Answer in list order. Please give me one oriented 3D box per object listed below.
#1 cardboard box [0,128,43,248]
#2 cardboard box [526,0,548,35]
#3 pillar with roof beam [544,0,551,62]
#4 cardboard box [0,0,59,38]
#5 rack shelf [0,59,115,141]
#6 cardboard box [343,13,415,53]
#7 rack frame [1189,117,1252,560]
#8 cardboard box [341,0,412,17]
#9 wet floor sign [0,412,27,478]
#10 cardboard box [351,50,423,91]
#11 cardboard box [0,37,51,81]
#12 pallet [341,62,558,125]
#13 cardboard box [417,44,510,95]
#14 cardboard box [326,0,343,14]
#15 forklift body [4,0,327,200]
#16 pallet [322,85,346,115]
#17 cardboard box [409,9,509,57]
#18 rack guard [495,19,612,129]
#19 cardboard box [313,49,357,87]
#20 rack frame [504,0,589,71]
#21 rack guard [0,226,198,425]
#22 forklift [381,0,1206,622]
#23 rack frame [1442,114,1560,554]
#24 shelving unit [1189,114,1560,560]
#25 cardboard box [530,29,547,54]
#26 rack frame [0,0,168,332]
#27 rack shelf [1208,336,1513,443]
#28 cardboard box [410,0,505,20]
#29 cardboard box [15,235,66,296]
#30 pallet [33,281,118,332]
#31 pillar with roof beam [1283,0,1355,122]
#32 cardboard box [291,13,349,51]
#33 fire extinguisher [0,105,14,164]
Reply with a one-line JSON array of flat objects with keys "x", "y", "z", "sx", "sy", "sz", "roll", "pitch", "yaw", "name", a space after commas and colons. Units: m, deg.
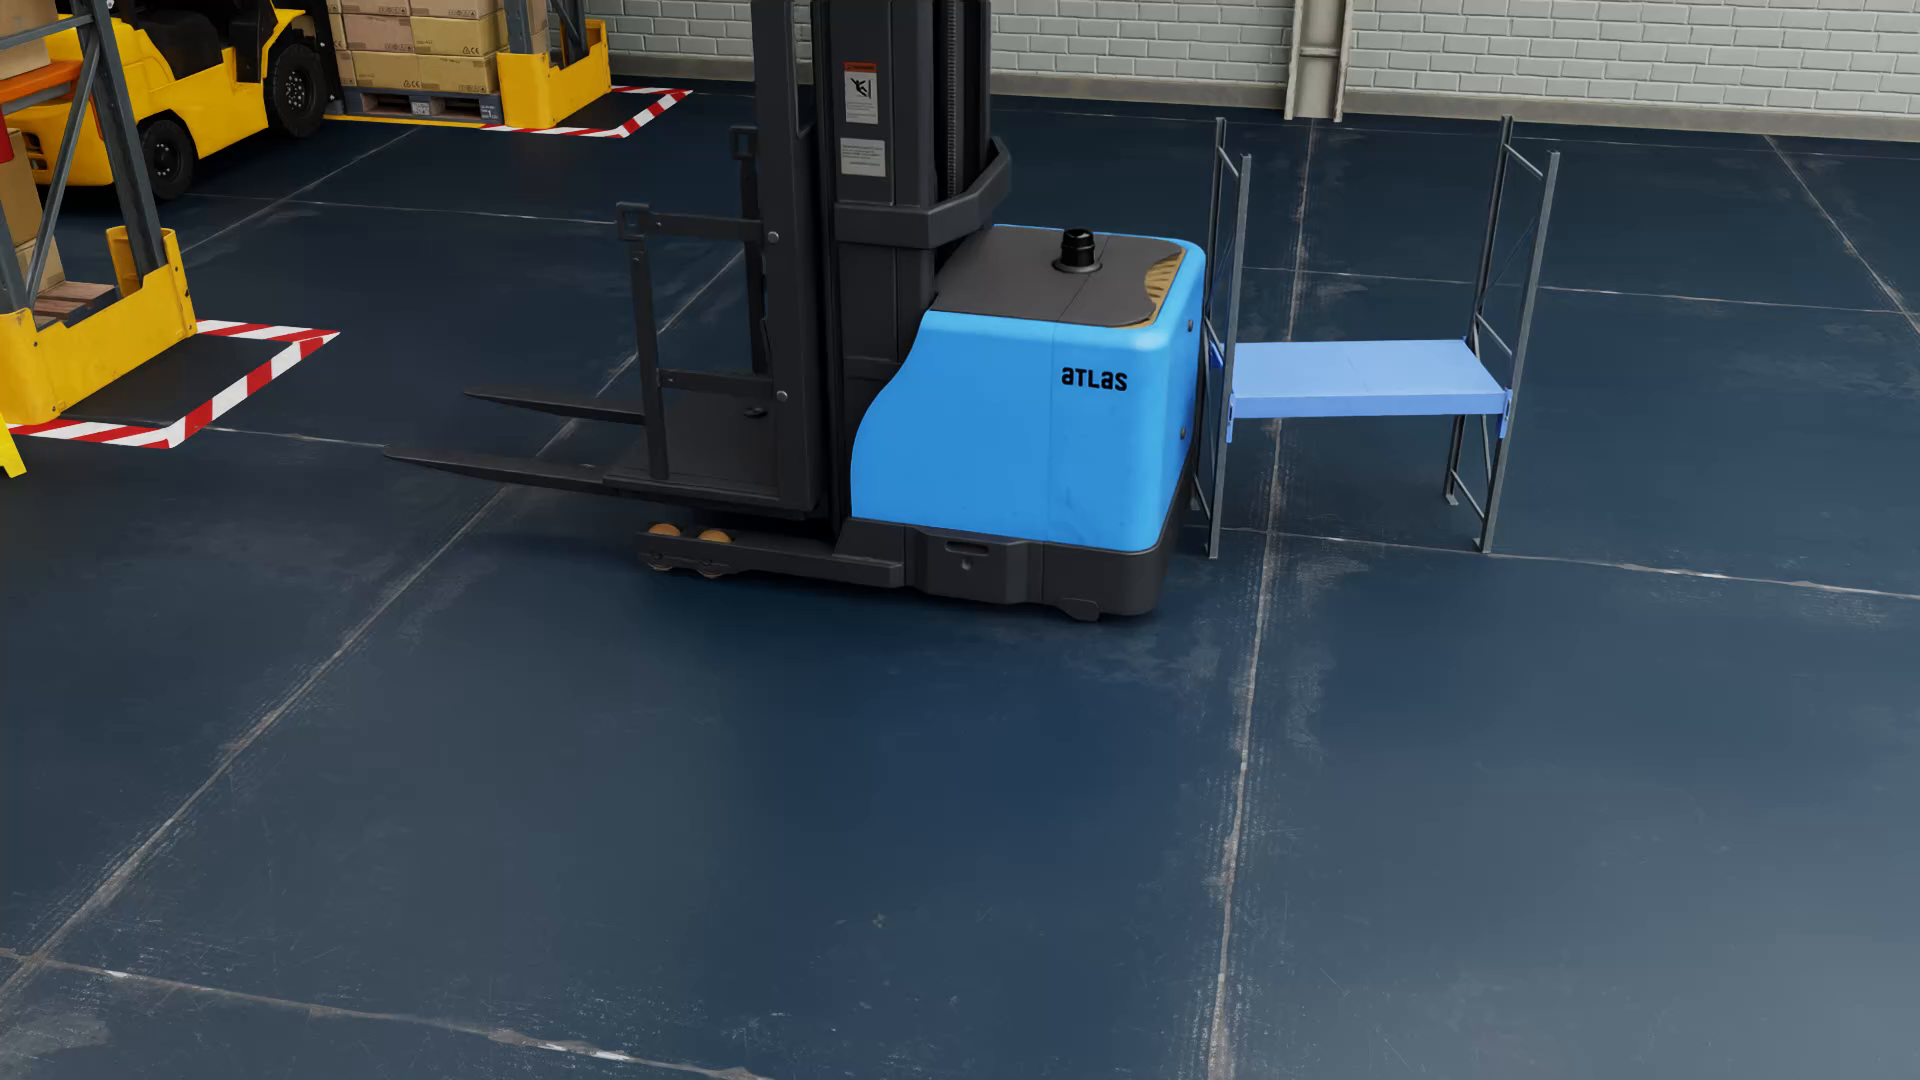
[{"x": -4.674, "y": -1.607, "z": 7.707, "sx": 0.500, "sy": 0.500, "sz": 0.500, "roll": 5, "pitch": 29, "yaw": 9, "name": "cardboard box"}, {"x": -3.303, "y": -3.761, "z": 11.901, "sx": 0.500, "sy": 0.250, "sz": 0.500, "roll": 6, "pitch": 29, "yaw": 11, "name": "cardboard box"}, {"x": -4.278, "y": -5.521, "z": 6.964, "sx": 0.400, "sy": 9.000, "sz": 9.100, "roll": 6, "pitch": 29, "yaw": 11, "name": "pillar with roof beam"}, {"x": -4.325, "y": -2.439, "z": 7.168, "sx": 0.500, "sy": 0.500, "sz": 0.500, "roll": 5, "pitch": 29, "yaw": 10, "name": "cardboard box"}, {"x": -5.875, "y": -1.972, "z": 7.477, "sx": 4.000, "sy": 0.370, "sz": 1.077, "roll": 6, "pitch": 29, "yaw": 11, "name": "rack shelf"}, {"x": -3.916, "y": -3.573, "z": 11.558, "sx": 0.500, "sy": 0.250, "sz": 0.500, "roll": 6, "pitch": 29, "yaw": 10, "name": "cardboard box"}, {"x": 0.921, "y": -0.705, "z": 5.976, "sx": 0.032, "sy": 1.500, "sz": 0.500, "roll": -1, "pitch": 29, "yaw": -2, "name": "rack frame"}, {"x": -3.903, "y": -3.783, "z": 11.422, "sx": 0.500, "sy": 0.250, "sz": 0.500, "roll": 6, "pitch": 29, "yaw": 11, "name": "cardboard box"}, {"x": -3.957, "y": -0.533, "z": 6.551, "sx": 0.232, "sy": 0.644, "sz": 0.267, "roll": 17, "pitch": 33, "yaw": 28, "name": "wet floor sign"}, {"x": -3.896, "y": -3.350, "z": 11.671, "sx": 0.500, "sy": 0.250, "sz": 0.500, "roll": 6, "pitch": 29, "yaw": 11, "name": "cardboard box"}, {"x": -4.208, "y": -2.108, "z": 7.239, "sx": 0.250, "sy": 0.149, "sz": 0.380, "roll": 6, "pitch": 29, "yaw": 11, "name": "cardboard box"}, {"x": -3.643, "y": -3.252, "z": 11.971, "sx": 1.213, "sy": 0.211, "sz": 1.003, "roll": 6, "pitch": 29, "yaw": 11, "name": "pallet"}, {"x": -3.412, "y": -3.295, "z": 11.571, "sx": 0.500, "sy": 0.250, "sz": 0.500, "roll": 6, "pitch": 29, "yaw": 11, "name": "cardboard box"}, {"x": -4.398, "y": -3.829, "z": 11.506, "sx": 0.500, "sy": 0.250, "sz": 0.500, "roll": 6, "pitch": 29, "yaw": 11, "name": "cardboard box"}, {"x": -5.122, "y": -3.380, "z": 10.183, "sx": 1.214, "sy": 2.155, "sz": 2.313, "roll": 6, "pitch": 29, "yaw": 11, "name": "forklift body"}, {"x": -4.833, "y": -3.376, "z": 12.196, "sx": 1.213, "sy": 0.211, "sz": 1.003, "roll": 6, "pitch": 29, "yaw": 11, "name": "pallet"}, {"x": -3.428, "y": -3.518, "z": 11.457, "sx": 0.500, "sy": 0.250, "sz": 0.500, "roll": 5, "pitch": 29, "yaw": 10, "name": "cardboard box"}, {"x": -2.863, "y": -3.320, "z": 11.793, "sx": 0.348, "sy": 0.500, "sz": 1.175, "roll": 6, "pitch": 29, "yaw": 11, "name": "rack guard"}, {"x": -4.384, "y": -3.404, "z": 11.770, "sx": 0.500, "sy": 0.250, "sz": 0.500, "roll": 6, "pitch": 29, "yaw": 11, "name": "cardboard box"}, {"x": -2.887, "y": -4.418, "z": 11.197, "sx": 0.127, "sy": 3.000, "sz": 1.000, "roll": 6, "pitch": 29, "yaw": 11, "name": "rack frame"}, {"x": -3.994, "y": -0.998, "z": 7.553, "sx": 0.348, "sy": 0.500, "sz": 1.175, "roll": 6, "pitch": 29, "yaw": 11, "name": "rack guard"}, {"x": -0.680, "y": -1.387, "z": 5.732, "sx": 3.031, "sy": 2.935, "sz": 1.130, "roll": 7, "pitch": 30, "yaw": 13, "name": "forklift"}, {"x": 1.937, "y": -0.725, "z": 6.013, "sx": 0.032, "sy": 1.500, "sz": 0.500, "roll": -1, "pitch": 29, "yaw": -2, "name": "rack frame"}, {"x": 1.429, "y": -0.715, "z": 5.994, "sx": 1.048, "sy": 1.500, "sz": 0.538, "roll": -1, "pitch": 29, "yaw": -2, "name": "shelving unit"}, {"x": -3.326, "y": -3.538, "z": 12.014, "sx": 0.500, "sy": 0.250, "sz": 0.500, "roll": 6, "pitch": 29, "yaw": 11, "name": "cardboard box"}, {"x": -3.919, "y": -2.087, "z": 6.938, "sx": 0.127, "sy": 3.000, "sz": 1.000, "roll": 6, "pitch": 29, "yaw": 11, "name": "rack frame"}, {"x": 1.429, "y": -0.557, "z": 6.081, "sx": 1.000, "sy": 0.185, "sz": 0.538, "roll": -1, "pitch": 29, "yaw": -2, "name": "rack shelf"}, {"x": -3.402, "y": -3.735, "z": 11.333, "sx": 0.500, "sy": 0.250, "sz": 0.500, "roll": 7, "pitch": 29, "yaw": 12, "name": "cardboard box"}, {"x": -4.651, "y": -1.276, "z": 7.883, "sx": 0.500, "sy": 0.250, "sz": 0.500, "roll": 6, "pitch": 29, "yaw": 10, "name": "cardboard box"}, {"x": -4.781, "y": -0.970, "z": 7.801, "sx": 1.213, "sy": 0.211, "sz": 1.003, "roll": 6, "pitch": 29, "yaw": 11, "name": "pallet"}, {"x": 1.589, "y": -4.920, "z": 5.865, "sx": 0.400, "sy": 9.000, "sz": 9.100, "roll": 6, "pitch": 29, "yaw": 11, "name": "pillar with roof beam"}, {"x": -4.425, "y": -3.615, "z": 11.635, "sx": 0.500, "sy": 0.250, "sz": 0.500, "roll": 5, "pitch": 29, "yaw": 9, "name": "cardboard box"}, {"x": -3.904, "y": -1.825, "z": 6.541, "sx": 0.183, "sy": 0.674, "sz": 0.296, "roll": 6, "pitch": 29, "yaw": 11, "name": "fire extinguisher"}]
